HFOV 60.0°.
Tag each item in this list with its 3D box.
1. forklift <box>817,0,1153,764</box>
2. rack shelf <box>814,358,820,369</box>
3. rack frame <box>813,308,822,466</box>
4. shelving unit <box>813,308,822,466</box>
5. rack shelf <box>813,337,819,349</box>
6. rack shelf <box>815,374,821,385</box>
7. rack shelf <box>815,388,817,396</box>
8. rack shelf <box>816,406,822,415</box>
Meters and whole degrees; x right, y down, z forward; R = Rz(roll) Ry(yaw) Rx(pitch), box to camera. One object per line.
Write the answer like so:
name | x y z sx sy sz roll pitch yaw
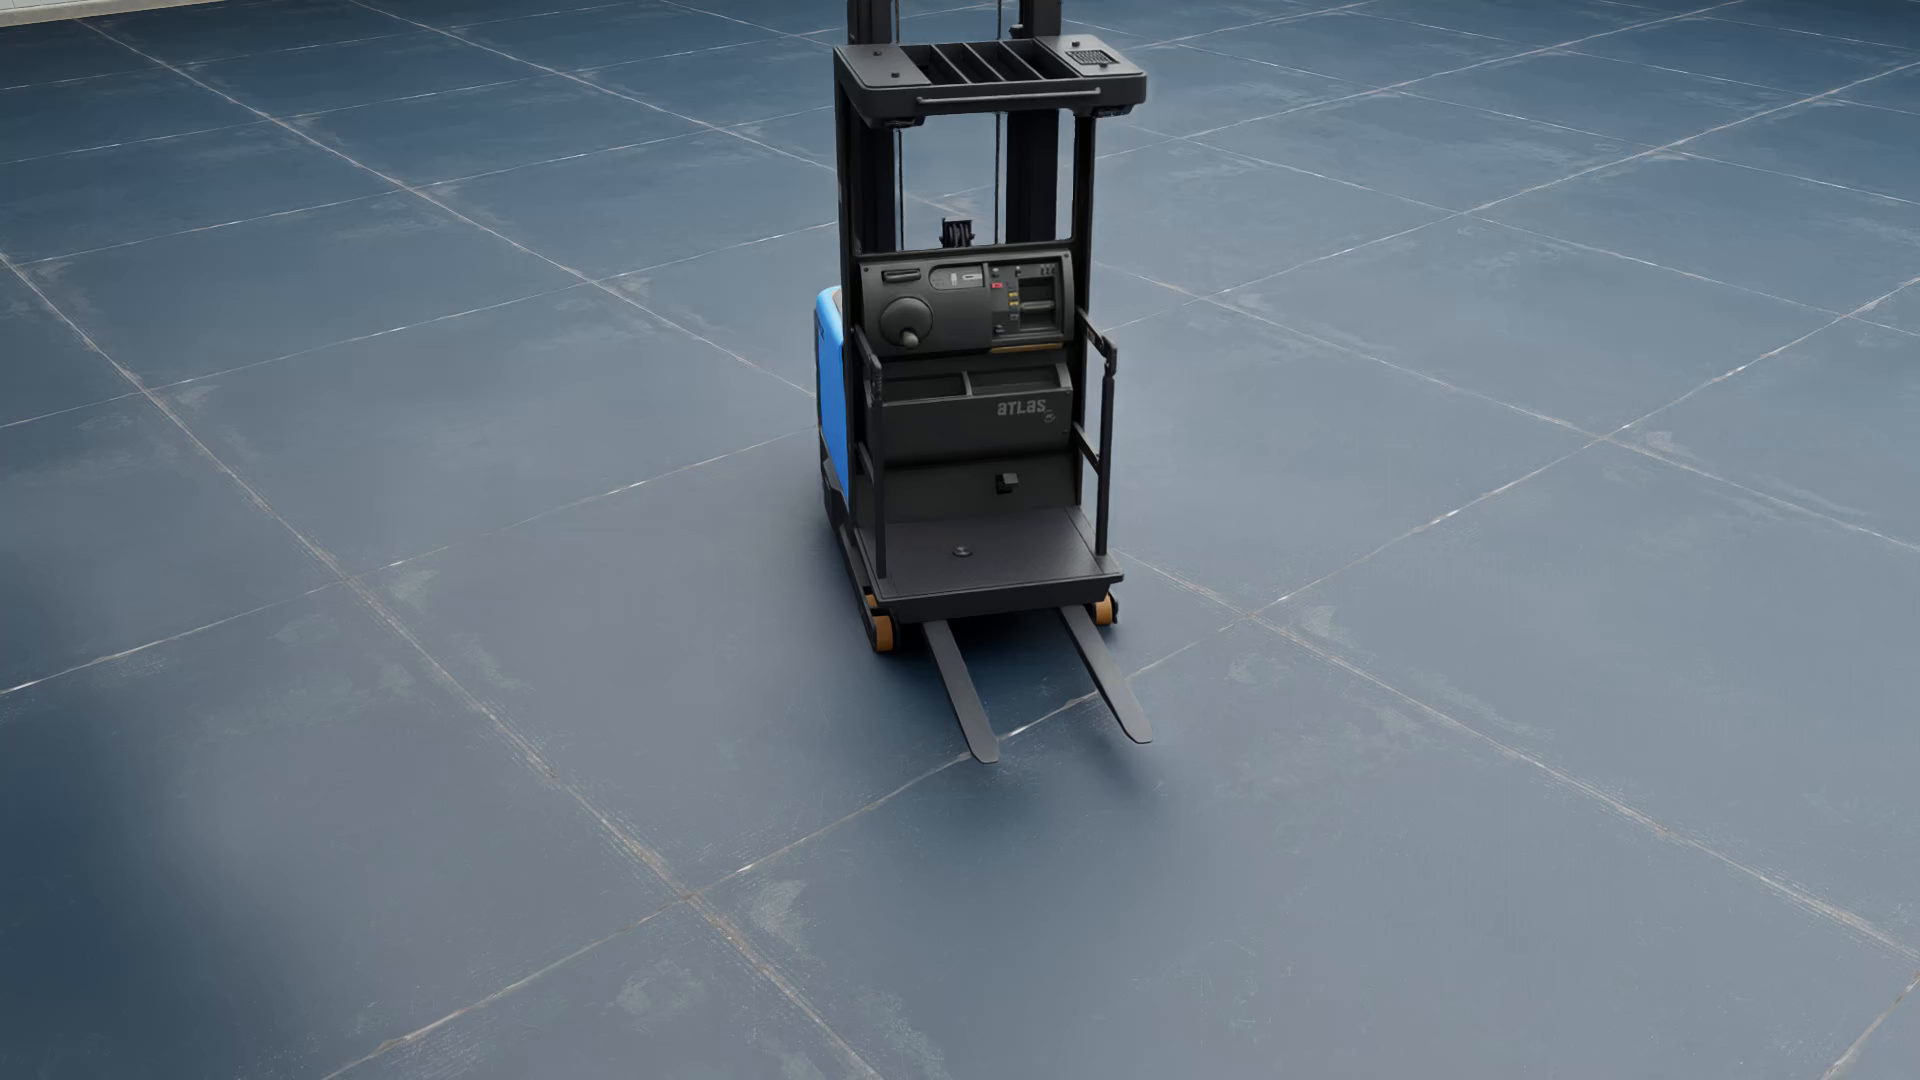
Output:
forklift | 0.084 -0.992 6.996 1.130 2.935 3.031 -6 29 -11
rack shelf | -0.616 -0.961 8.782 0.258 0.077 0.200 7 29 12
rack frame | -0.640 -0.785 8.764 0.240 0.900 0.006 7 29 12
shelving unit | -0.616 -0.832 8.851 0.258 0.900 0.210 7 29 12
rack shelf | -0.616 -1.040 8.740 0.258 0.077 0.200 7 29 12
rack shelf | -0.616 -0.882 8.825 0.258 0.077 0.200 7 29 12
rack shelf | -0.616 -0.802 8.867 0.258 0.077 0.200 7 29 12
rack shelf | -0.616 -0.723 8.909 0.258 0.077 0.200 7 29 12
